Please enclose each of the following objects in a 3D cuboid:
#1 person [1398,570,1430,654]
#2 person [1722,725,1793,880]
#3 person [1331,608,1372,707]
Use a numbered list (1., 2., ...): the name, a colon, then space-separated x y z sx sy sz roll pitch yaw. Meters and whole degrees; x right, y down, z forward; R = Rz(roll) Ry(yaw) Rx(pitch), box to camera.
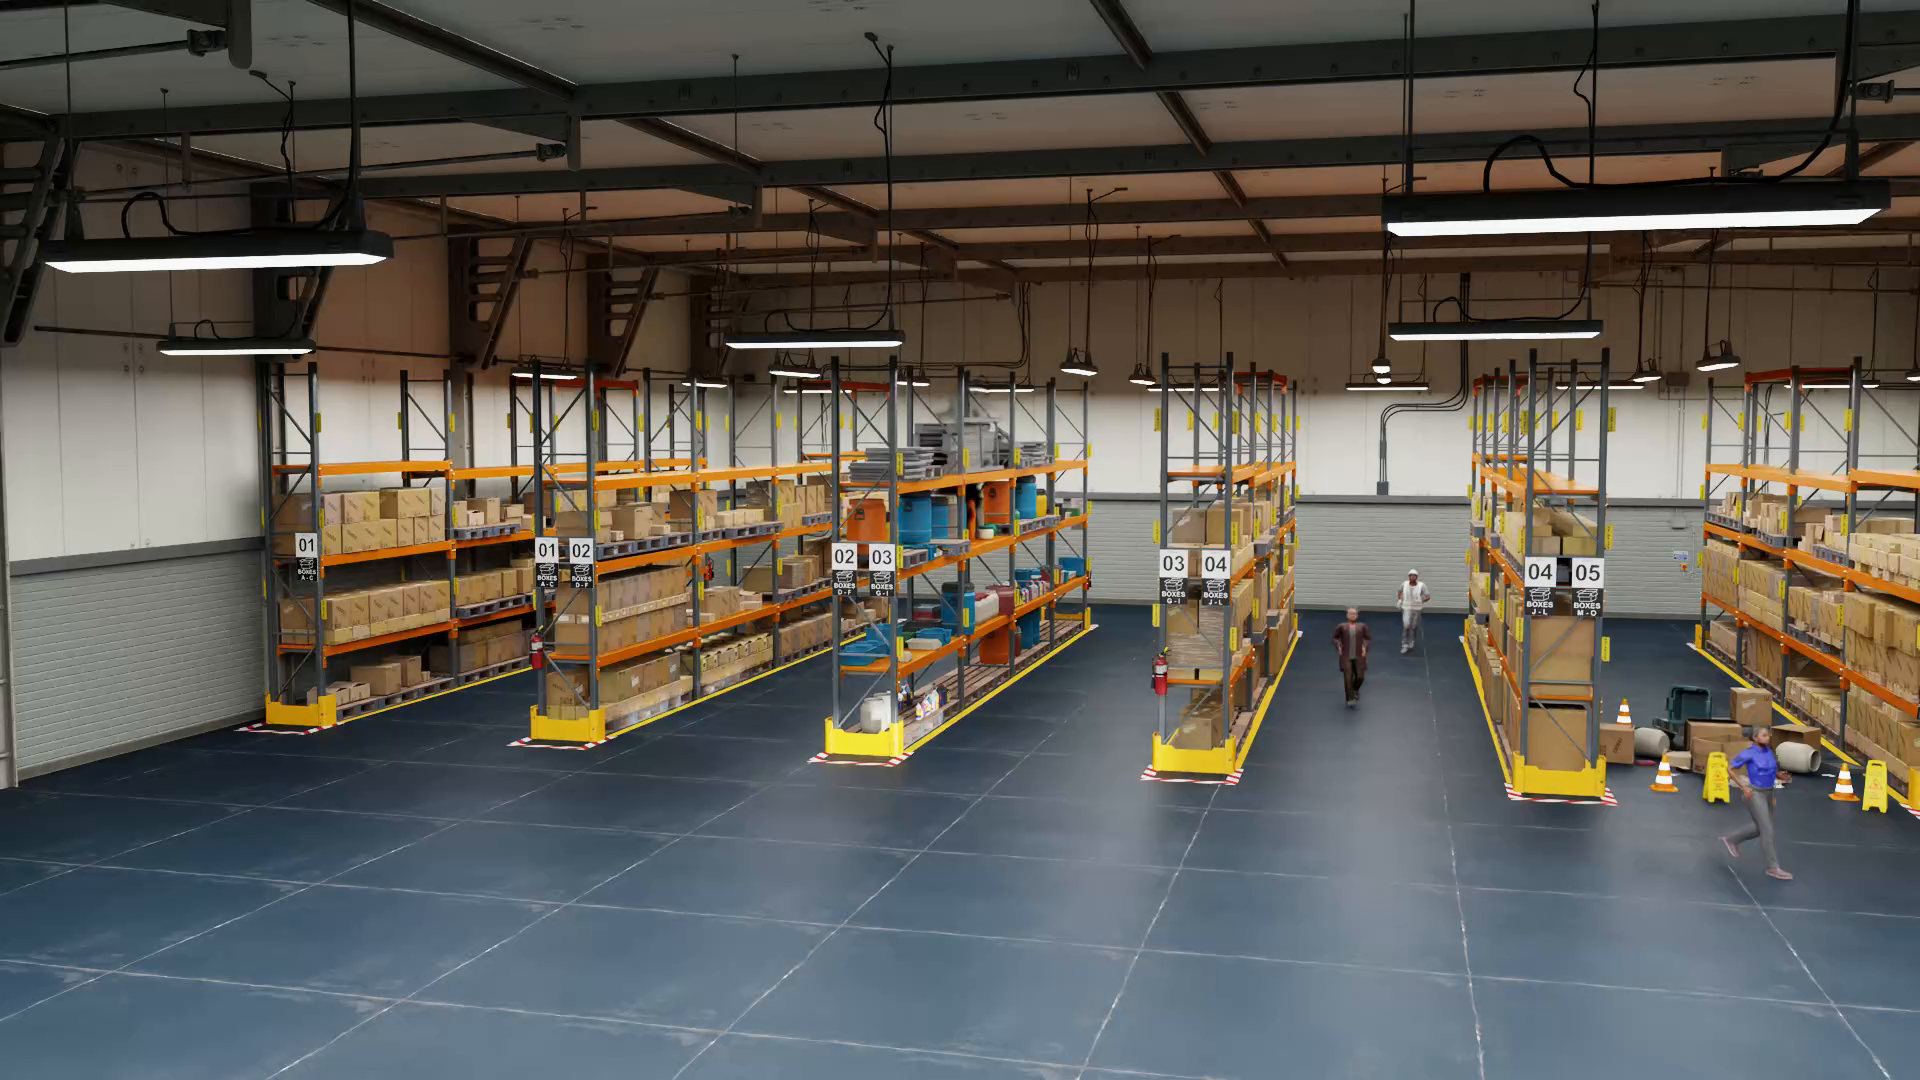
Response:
1. person: 9.926 1.549 36.389 0.690 1.818 0.860 1 4 17
2. person: 8.859 2.873 18.477 0.583 1.620 0.924 -2 5 -30
3. person: 6.927 2.066 29.430 0.707 1.724 0.668 1 4 8
